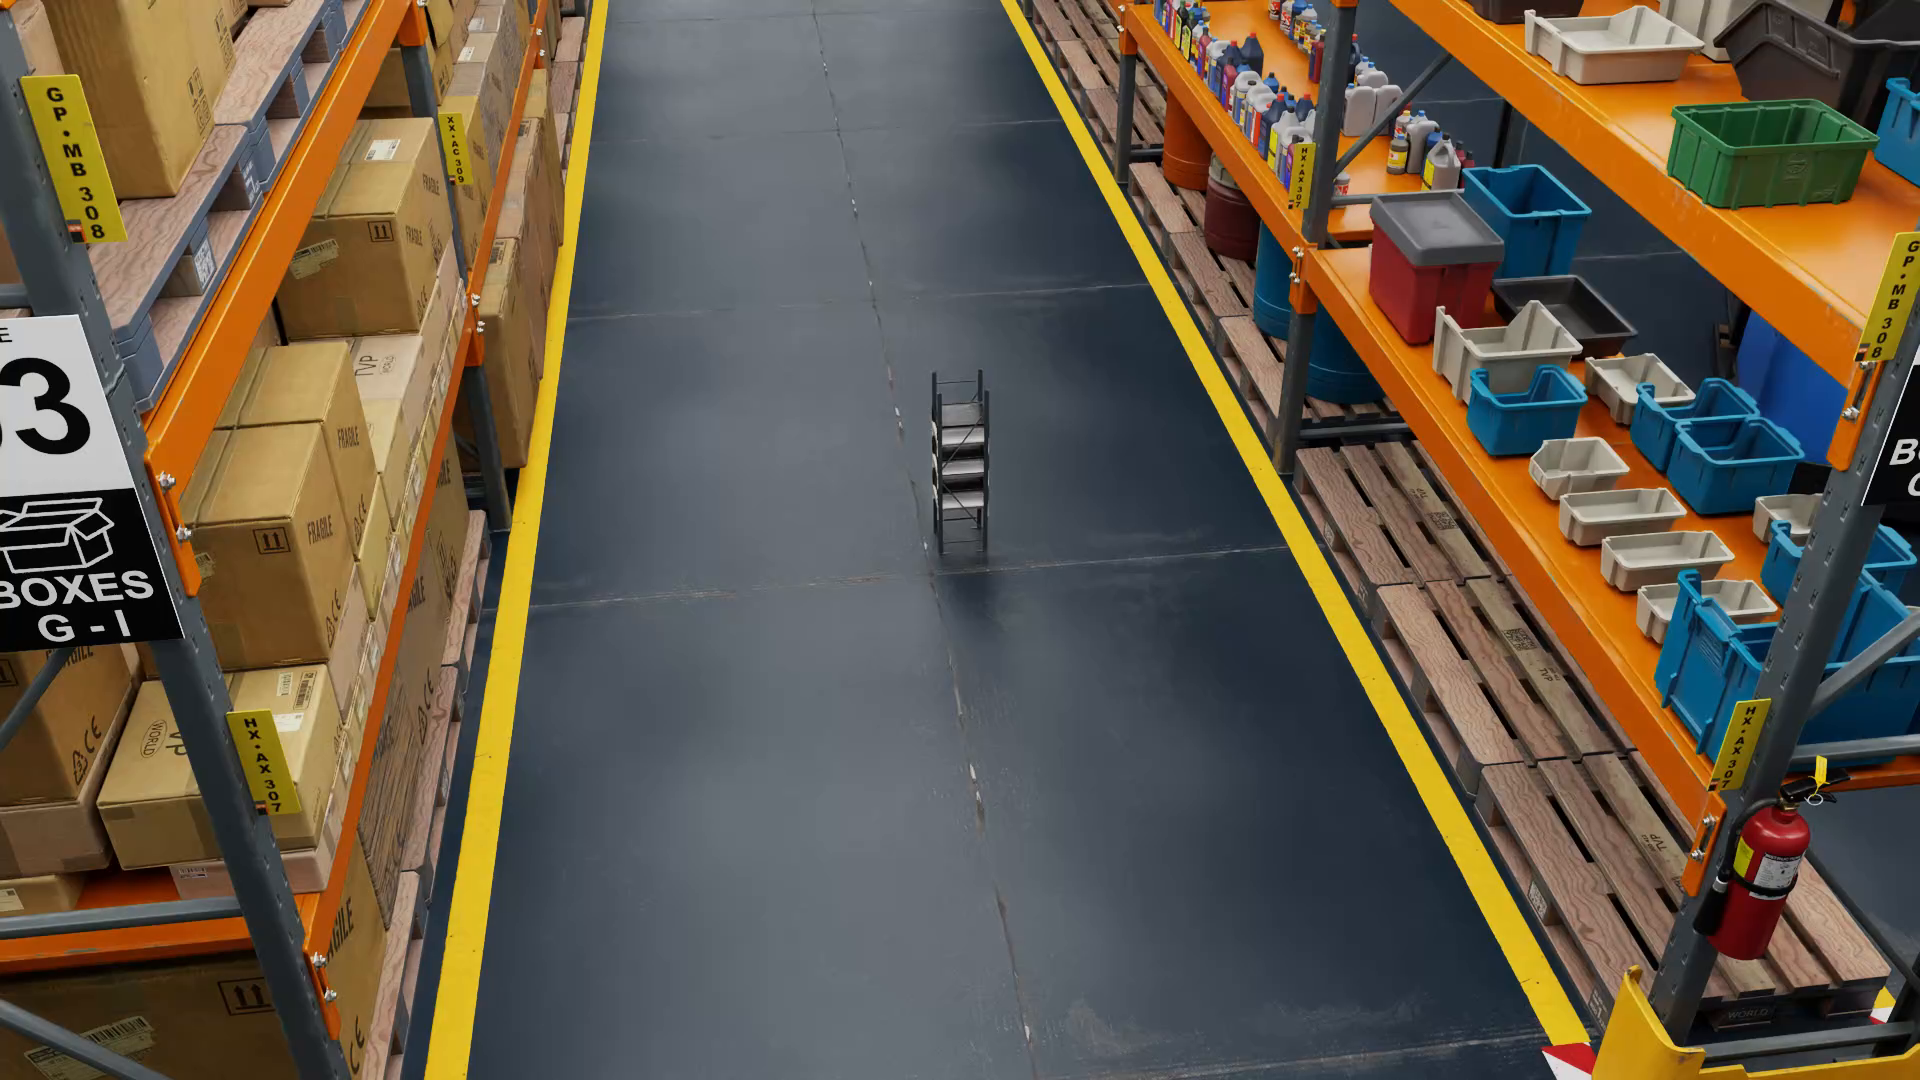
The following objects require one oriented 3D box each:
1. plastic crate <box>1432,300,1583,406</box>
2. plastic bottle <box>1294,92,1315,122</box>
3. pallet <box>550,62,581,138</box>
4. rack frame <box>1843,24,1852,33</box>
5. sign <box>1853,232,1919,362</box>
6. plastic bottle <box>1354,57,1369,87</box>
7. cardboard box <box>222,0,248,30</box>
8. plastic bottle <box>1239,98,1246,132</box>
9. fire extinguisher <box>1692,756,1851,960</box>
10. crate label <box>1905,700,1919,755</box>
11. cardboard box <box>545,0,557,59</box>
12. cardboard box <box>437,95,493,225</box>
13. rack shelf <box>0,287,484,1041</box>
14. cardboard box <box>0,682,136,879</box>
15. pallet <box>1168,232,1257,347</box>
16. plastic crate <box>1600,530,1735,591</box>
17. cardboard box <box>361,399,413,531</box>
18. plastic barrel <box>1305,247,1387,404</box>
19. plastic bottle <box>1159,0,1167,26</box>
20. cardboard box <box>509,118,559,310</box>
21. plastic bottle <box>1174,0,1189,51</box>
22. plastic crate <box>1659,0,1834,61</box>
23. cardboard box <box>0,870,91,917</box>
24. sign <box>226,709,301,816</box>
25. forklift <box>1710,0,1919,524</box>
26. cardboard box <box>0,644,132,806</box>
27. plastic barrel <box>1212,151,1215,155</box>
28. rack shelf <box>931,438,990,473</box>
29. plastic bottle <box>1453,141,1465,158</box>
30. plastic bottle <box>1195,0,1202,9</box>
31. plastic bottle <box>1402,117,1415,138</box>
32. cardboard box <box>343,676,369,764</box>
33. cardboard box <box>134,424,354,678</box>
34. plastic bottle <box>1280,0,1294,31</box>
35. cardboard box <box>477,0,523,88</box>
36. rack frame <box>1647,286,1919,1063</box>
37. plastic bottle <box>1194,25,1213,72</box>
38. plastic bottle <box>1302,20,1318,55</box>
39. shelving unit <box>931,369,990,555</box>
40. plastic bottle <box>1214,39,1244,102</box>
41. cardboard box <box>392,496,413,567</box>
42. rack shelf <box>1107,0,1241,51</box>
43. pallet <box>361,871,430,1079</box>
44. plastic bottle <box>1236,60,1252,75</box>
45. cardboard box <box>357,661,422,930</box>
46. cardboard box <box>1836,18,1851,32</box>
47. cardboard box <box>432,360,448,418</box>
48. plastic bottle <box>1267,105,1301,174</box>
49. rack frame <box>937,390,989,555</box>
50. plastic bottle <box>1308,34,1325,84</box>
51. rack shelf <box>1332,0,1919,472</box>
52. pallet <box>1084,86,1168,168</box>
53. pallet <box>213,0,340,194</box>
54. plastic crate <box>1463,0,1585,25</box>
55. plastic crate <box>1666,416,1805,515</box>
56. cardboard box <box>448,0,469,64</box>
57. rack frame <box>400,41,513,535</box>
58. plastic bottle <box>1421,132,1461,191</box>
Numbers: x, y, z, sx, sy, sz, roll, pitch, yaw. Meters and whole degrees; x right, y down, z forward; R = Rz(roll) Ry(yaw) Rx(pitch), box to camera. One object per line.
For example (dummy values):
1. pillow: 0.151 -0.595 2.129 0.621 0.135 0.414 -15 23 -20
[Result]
1. plastic crate: 2.184 -0.755 6.746 0.437 0.282 0.530 -4 35 -6
2. plastic bottle: 1.831 -2.227 8.898 0.144 0.351 0.185 -4 35 -6
3. pallet: -3.549 -3.465 13.147 1.003 0.211 1.213 -4 35 -6
4. rack frame: 6.532 -4.250 11.823 1.000 3.000 0.127 -4 35 -6
5. sign: 2.156 -0.558 3.835 0.100 0.325 0.005 -4 35 -6
6. plastic bottle: 2.319 -2.646 9.584 0.097 0.271 0.097 0 34 0
7. cardboard box: -2.585 -1.731 4.912 0.700 0.500 0.500 -3 34 -4
8. plastic bottle: 1.610 -2.381 9.257 0.097 0.201 0.097 0 34 0
9. fire extinguisher: 2.269 0.892 4.678 0.296 0.674 0.183 -4 35 -6
10. crate label: 2.992 0.469 4.994 0.416 0.233 0.303 -4 35 -6
11. cardboard box: -3.716 -4.271 13.683 0.700 0.500 0.500 -5 35 -7
12. cardboard box: -2.630 -1.867 8.238 0.500 0.500 0.500 -4 35 -6
13. rack shelf: -2.478 0.143 6.015 1.077 0.370 4.000 -4 35 -6
14. cardboard box: -2.537 0.651 4.500 0.500 0.250 0.500 -5 35 -7
15. pallet: 1.931 -1.609 10.423 1.003 0.211 1.213 -4 35 -6
16. plastic crate: 2.385 0.067 5.669 0.396 0.136 0.243 -4 35 -6
17. cardboard box: -2.222 -0.248 5.819 0.500 0.250 0.500 -5 35 -7
18. plastic barrel: 2.105 -1.256 8.920 0.600 0.901 0.708 -4 35 -6
19. plastic bottle: 1.349 -3.491 10.824 0.097 0.271 0.097 0 34 0
20. cardboard box: -3.100 -1.913 9.907 1.225 0.875 0.875 -4 35 -6
21. plastic bottle: 1.396 -3.227 10.425 0.061 0.283 0.133 -4 35 -6
22. plastic crate: 2.707 -1.864 5.763 0.437 0.282 0.530 -4 35 -6
23. cardboard box: -2.583 0.892 4.500 0.380 0.149 0.250 -4 34 -5
24. sign: -1.658 0.533 3.965 0.100 0.325 0.005 -4 35 -6
25. forklift: 4.907 -2.104 8.735 1.130 2.935 3.031 11 36 15
26. cardboard box: -2.535 0.339 4.291 0.500 0.500 0.500 -4 34 -6
27. plastic barrel: 1.870 -2.443 11.007 0.421 0.512 0.421 0 34 0
28. rack shelf: 0.001 -0.414 7.958 0.258 0.077 0.200 -4 35 -6
29. plastic bottle: 2.517 -1.908 8.490 0.061 0.283 0.133 -4 35 -6
30. plastic bottle: 1.512 -3.571 10.937 0.152 0.276 0.135 -4 35 -6
31. plastic bottle: 2.426 -2.175 8.955 0.097 0.201 0.097 0 34 0
32. cardboard box: -2.000 0.557 4.992 0.380 0.149 0.250 -5 35 -8
33. cardboard box: -2.073 0.024 4.754 0.500 0.500 0.500 -5 35 -8
34. plastic bottle: 2.129 -3.407 10.762 0.097 0.201 0.097 0 34 0
35. cardboard box: -2.912 -3.008 9.912 0.500 0.500 0.500 -5 35 -7
36. rack frame: 2.699 0.587 4.725 1.000 3.000 0.127 -4 35 -6
37. plastic bottle: 1.474 -2.975 10.067 0.097 0.271 0.097 0 34 0
38. plastic bottle: 2.194 -3.135 10.364 0.097 0.201 0.097 0 34 0
39. shelving unit: 0.001 -0.367 7.990 0.258 0.900 0.210 -4 35 -6
40. plastic bottle: 1.565 -2.727 9.632 0.144 0.351 0.185 -4 35 -6
41. cardboard box: -2.138 -0.015 5.832 0.380 0.149 0.250 -5 35 -8
42. rack shelf: 1.354 -4.696 13.116 1.077 0.370 4.000 -4 35 -6
43. pallet: -2.394 1.674 5.606 1.003 0.211 1.213 -4 35 -6
44. plastic bottle: 1.621 -2.619 9.543 0.097 0.271 0.097 0 34 0
45. cardboard box: -2.497 0.808 5.915 0.875 0.875 0.875 -4 35 -6
46. cardboard box: 6.753 -3.834 12.783 0.500 0.311 0.500 -3 34 -5
47. cardboard box: -2.277 -0.590 6.676 0.380 0.149 0.250 -4 34 -5
48. plastic bottle: 1.713 -2.113 8.730 0.144 0.351 0.185 -4 35 -6
49. rack frame: 0.015 -0.311 7.907 0.240 0.900 0.006 -4 35 -6
50. plastic bottle: 2.136 -2.884 9.921 0.061 0.283 0.133 -4 35 -6
51. rack shelf: 2.430 -1.471 5.720 1.077 0.370 4.000 -4 35 -6
52. pallet: 1.557 -3.160 12.700 1.003 0.211 1.213 -4 35 -6
53. pallet: -2.486 -1.336 4.962 1.003 0.211 1.213 -4 35 -6
54. plastic crate: 2.056 -2.117 6.145 0.497 0.269 0.590 -4 35 -6
55. plastic crate: 2.815 -0.266 6.072 0.416 0.233 0.300 -4 35 -6
56. cardboard box: -3.021 -2.811 8.732 0.797 0.503 0.637 -3 34 -5
57. rack frame: -2.747 -1.270 7.450 1.000 3.000 0.127 -4 35 -6
58. plastic bottle: 2.429 -1.868 8.371 0.144 0.351 0.185 -4 35 -6
